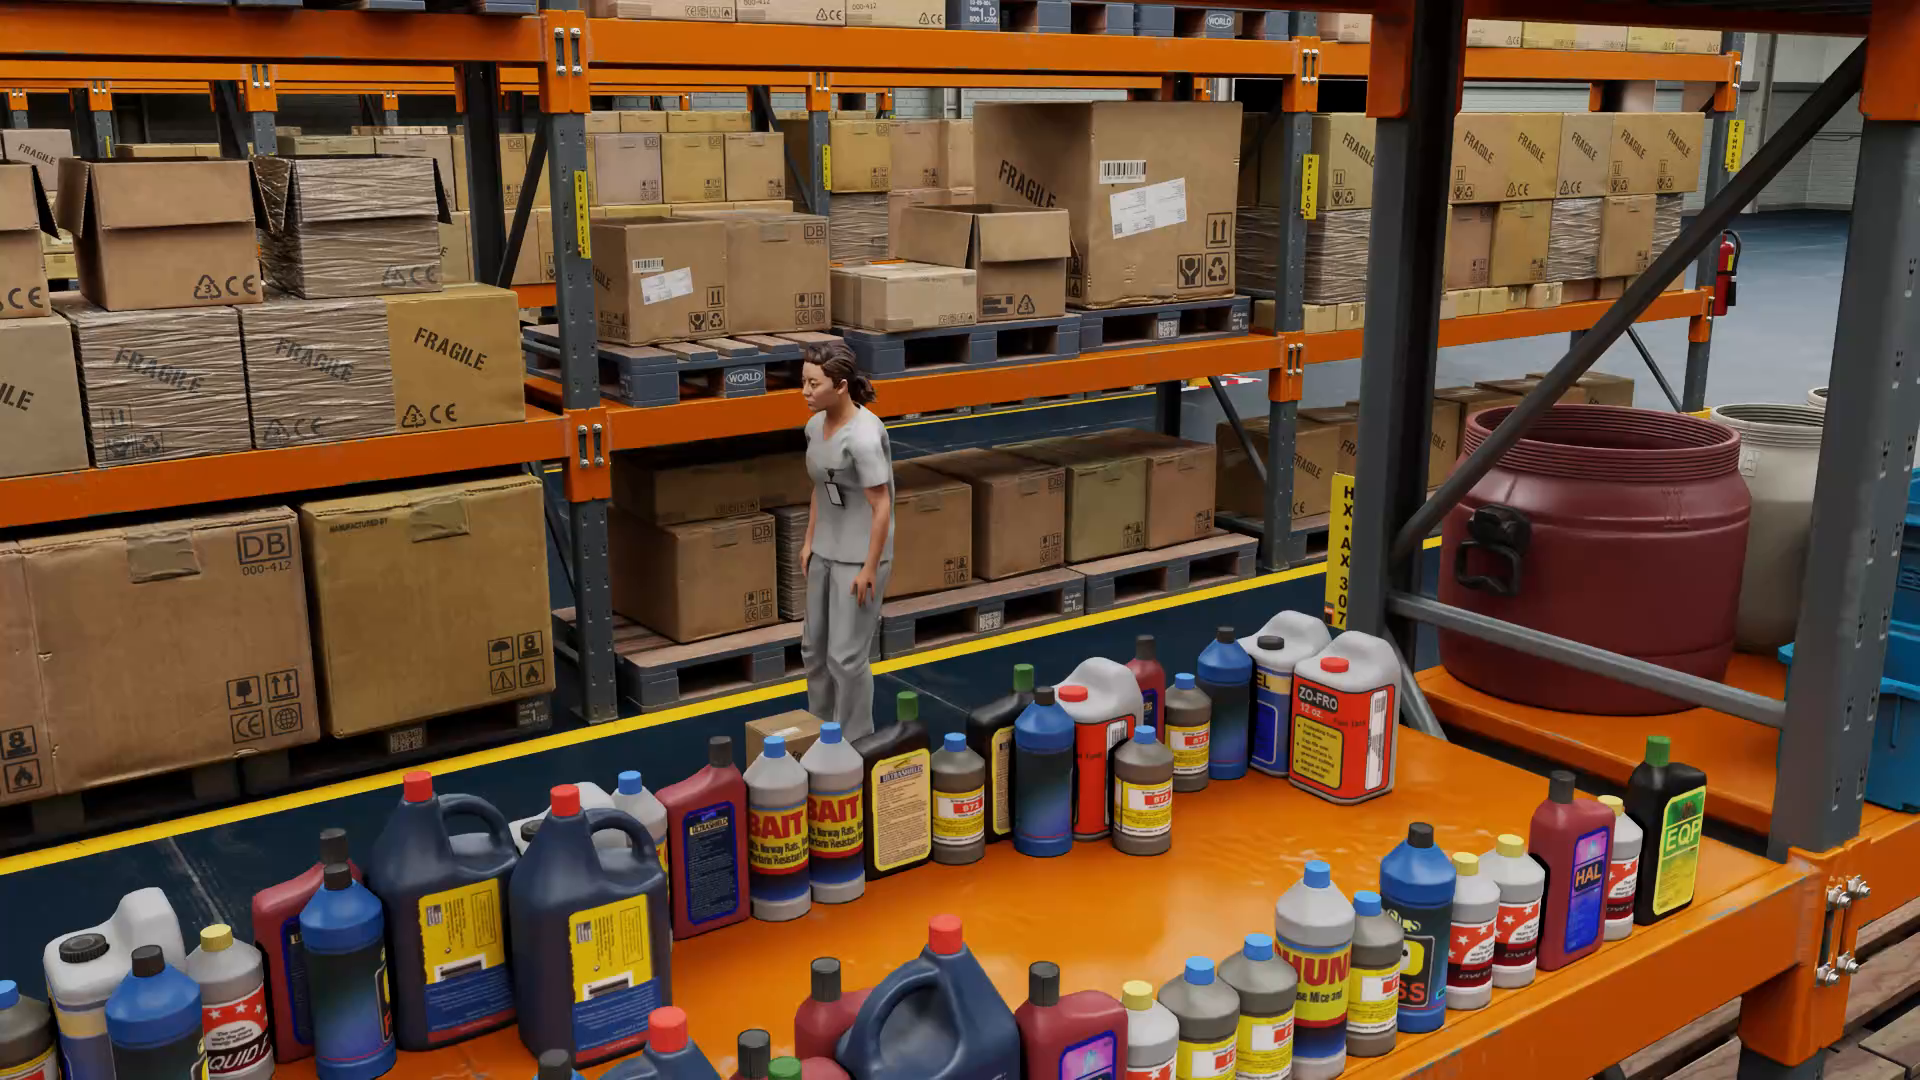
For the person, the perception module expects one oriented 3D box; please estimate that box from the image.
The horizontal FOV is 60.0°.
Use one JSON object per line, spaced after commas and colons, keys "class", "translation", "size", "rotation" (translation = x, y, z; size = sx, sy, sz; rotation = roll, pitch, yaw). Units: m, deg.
{"class": "person", "translation": [-0.456, 0.085, 6.184], "size": [0.408, 1.672, 0.485], "rotation": [-10, 18, -34]}
